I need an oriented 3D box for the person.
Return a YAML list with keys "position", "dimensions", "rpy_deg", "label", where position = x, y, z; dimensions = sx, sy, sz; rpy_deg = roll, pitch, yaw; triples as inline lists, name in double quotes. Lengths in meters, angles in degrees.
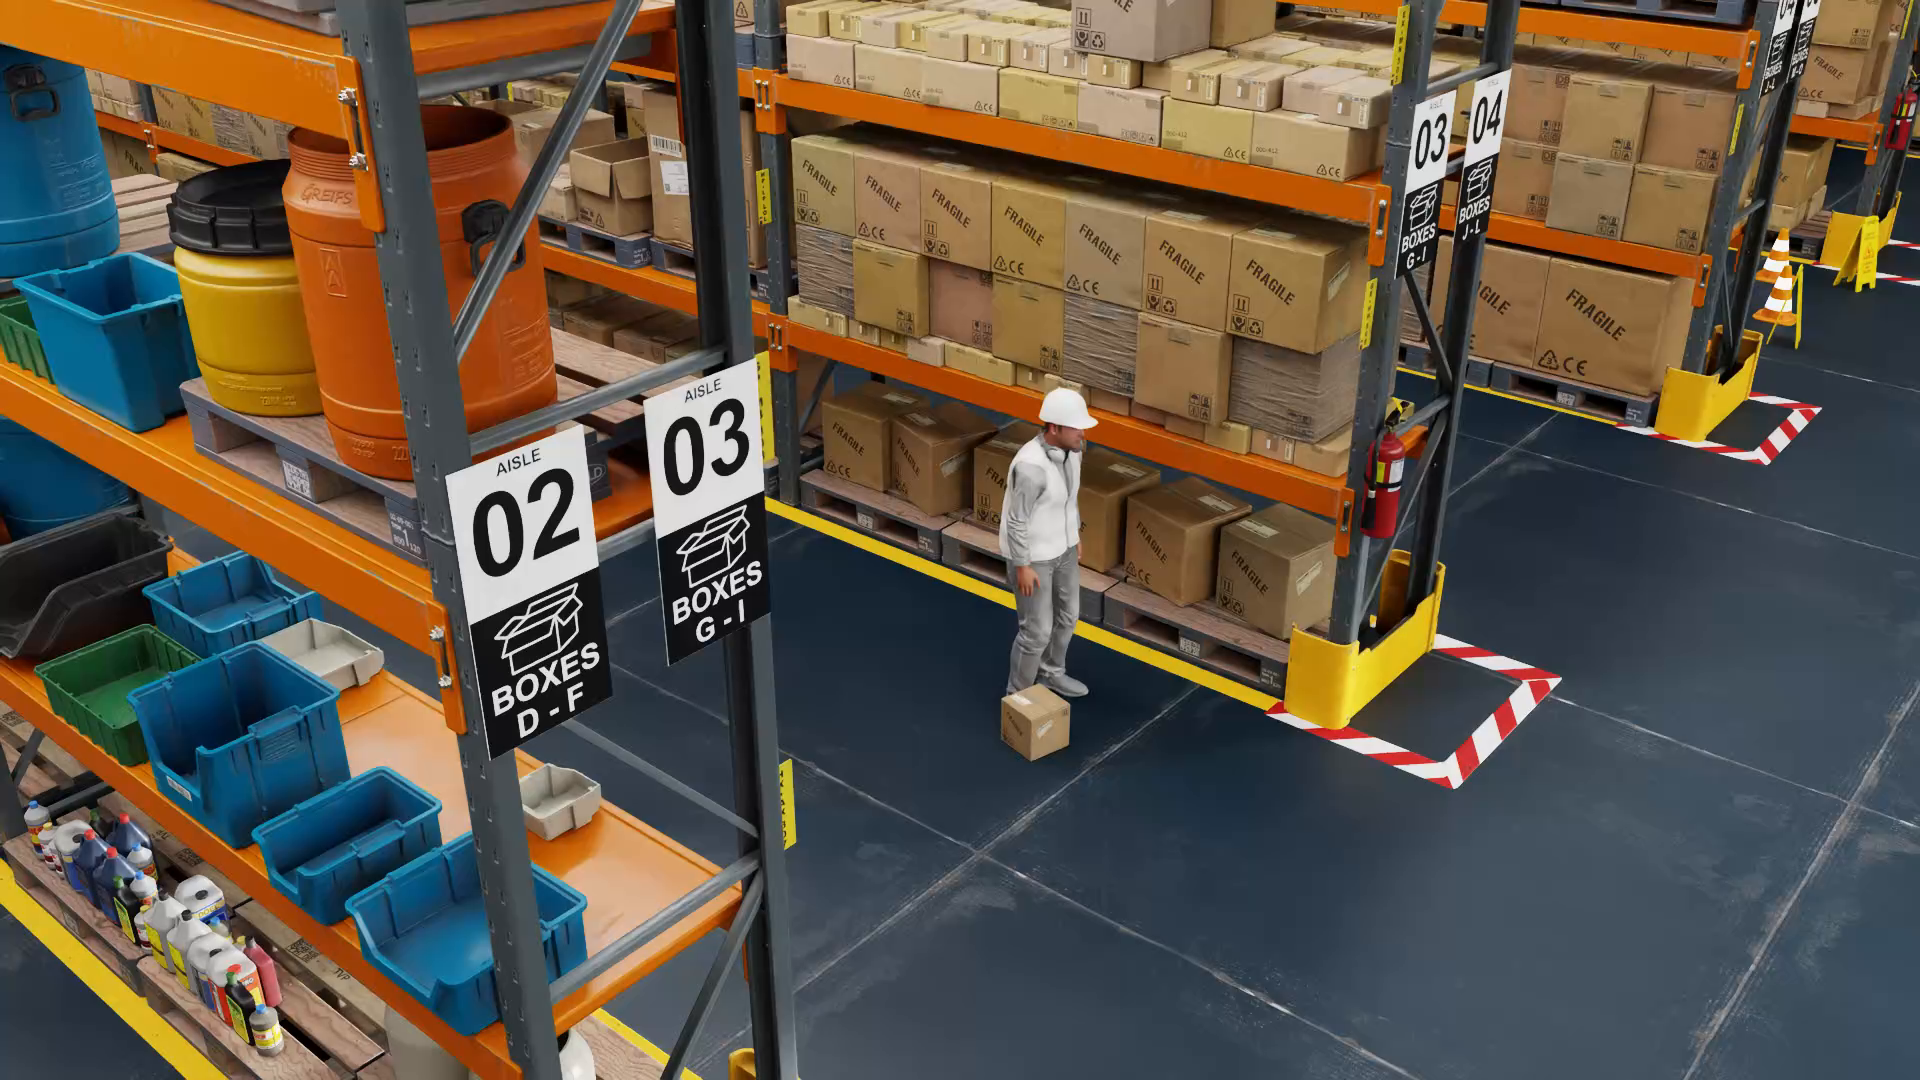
- position: [0.446, 0.053, 8.487]
  dimensions: [0.465, 1.769, 0.583]
  rpy_deg: [18, 32, 31]
  label: "person"
